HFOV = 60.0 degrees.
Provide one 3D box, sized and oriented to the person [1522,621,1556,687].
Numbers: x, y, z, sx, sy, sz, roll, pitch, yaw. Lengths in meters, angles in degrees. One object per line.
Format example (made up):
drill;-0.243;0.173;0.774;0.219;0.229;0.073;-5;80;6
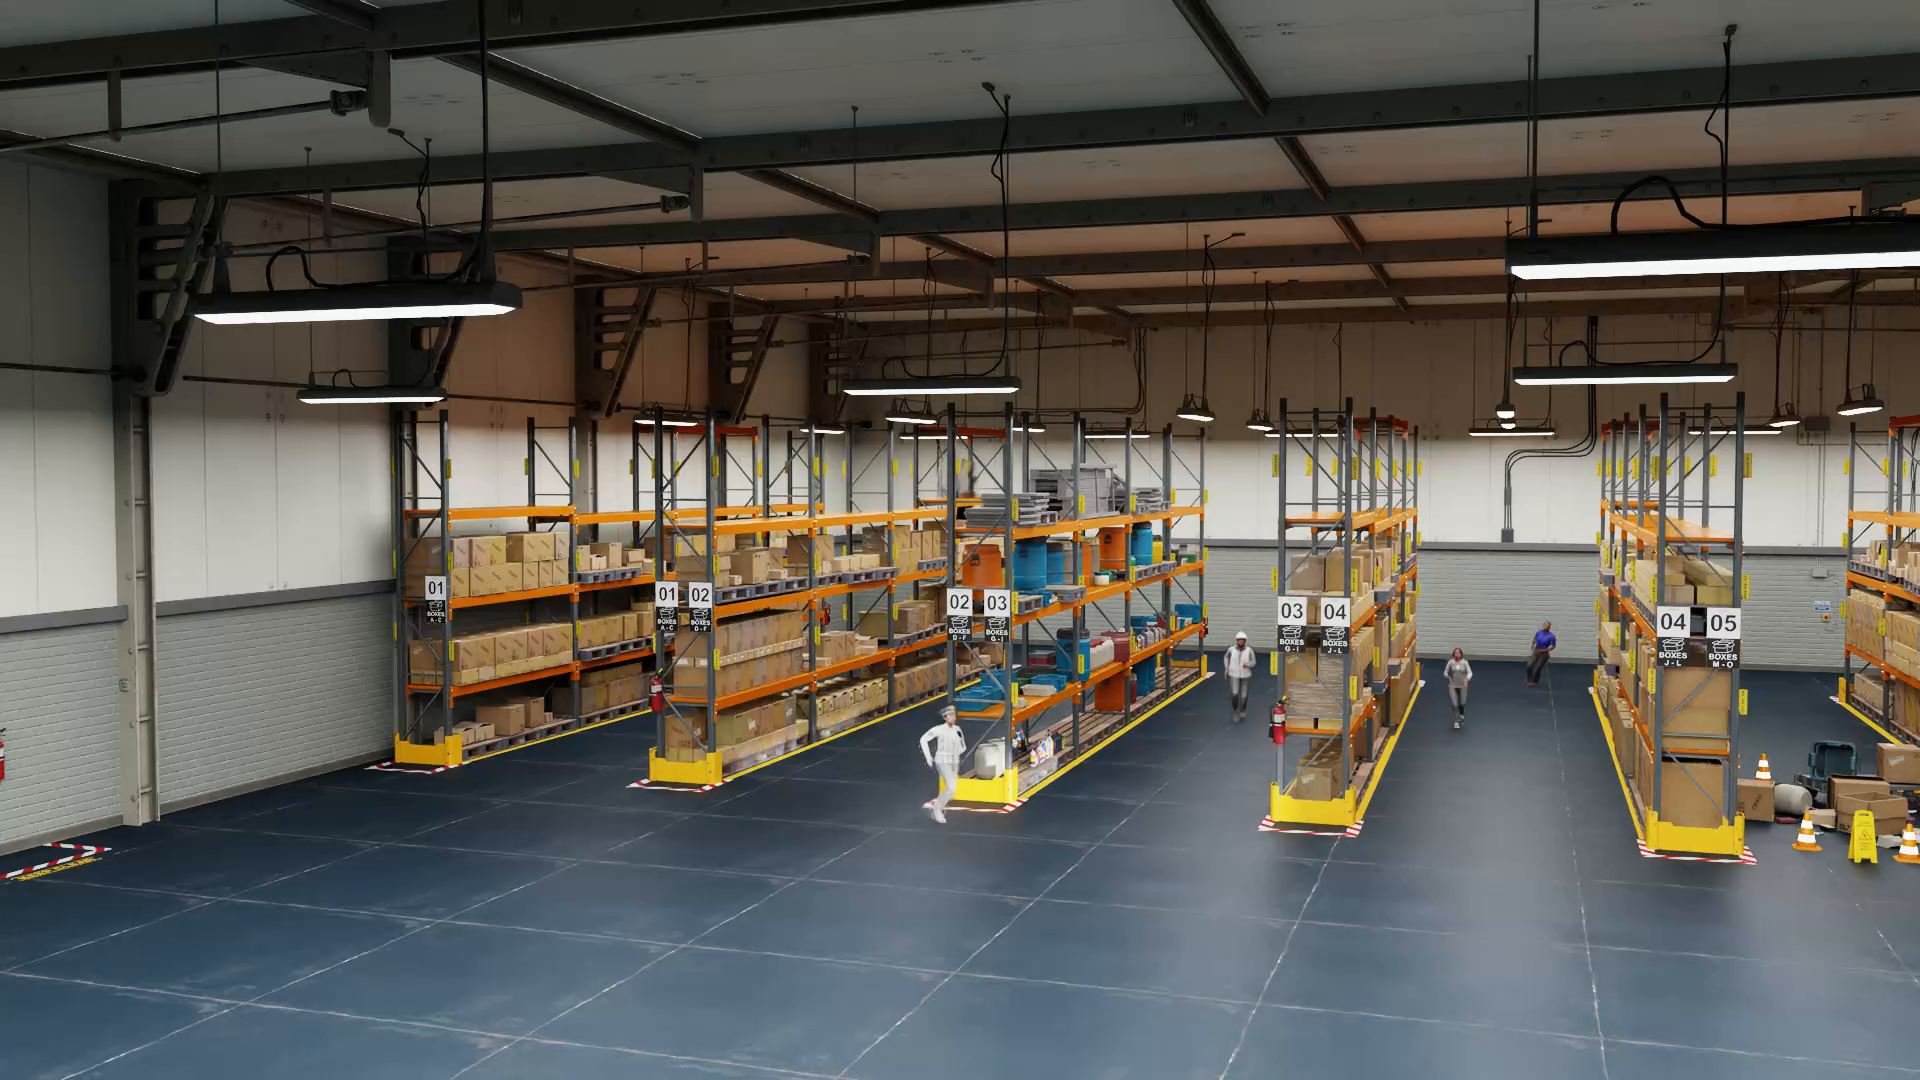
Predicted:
person;13.192;2.595;37.874;0.590;1.547;0.766;-2;3;-43

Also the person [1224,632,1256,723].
person;5.536;2.713;32.860;0.621;1.801;0.811;0;2;8

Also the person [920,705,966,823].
person;-0.168;3.155;23.446;0.605;1.647;0.575;-2;3;-43

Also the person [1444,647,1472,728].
person;9.586;2.849;32.034;0.529;1.553;0.551;1;3;16
